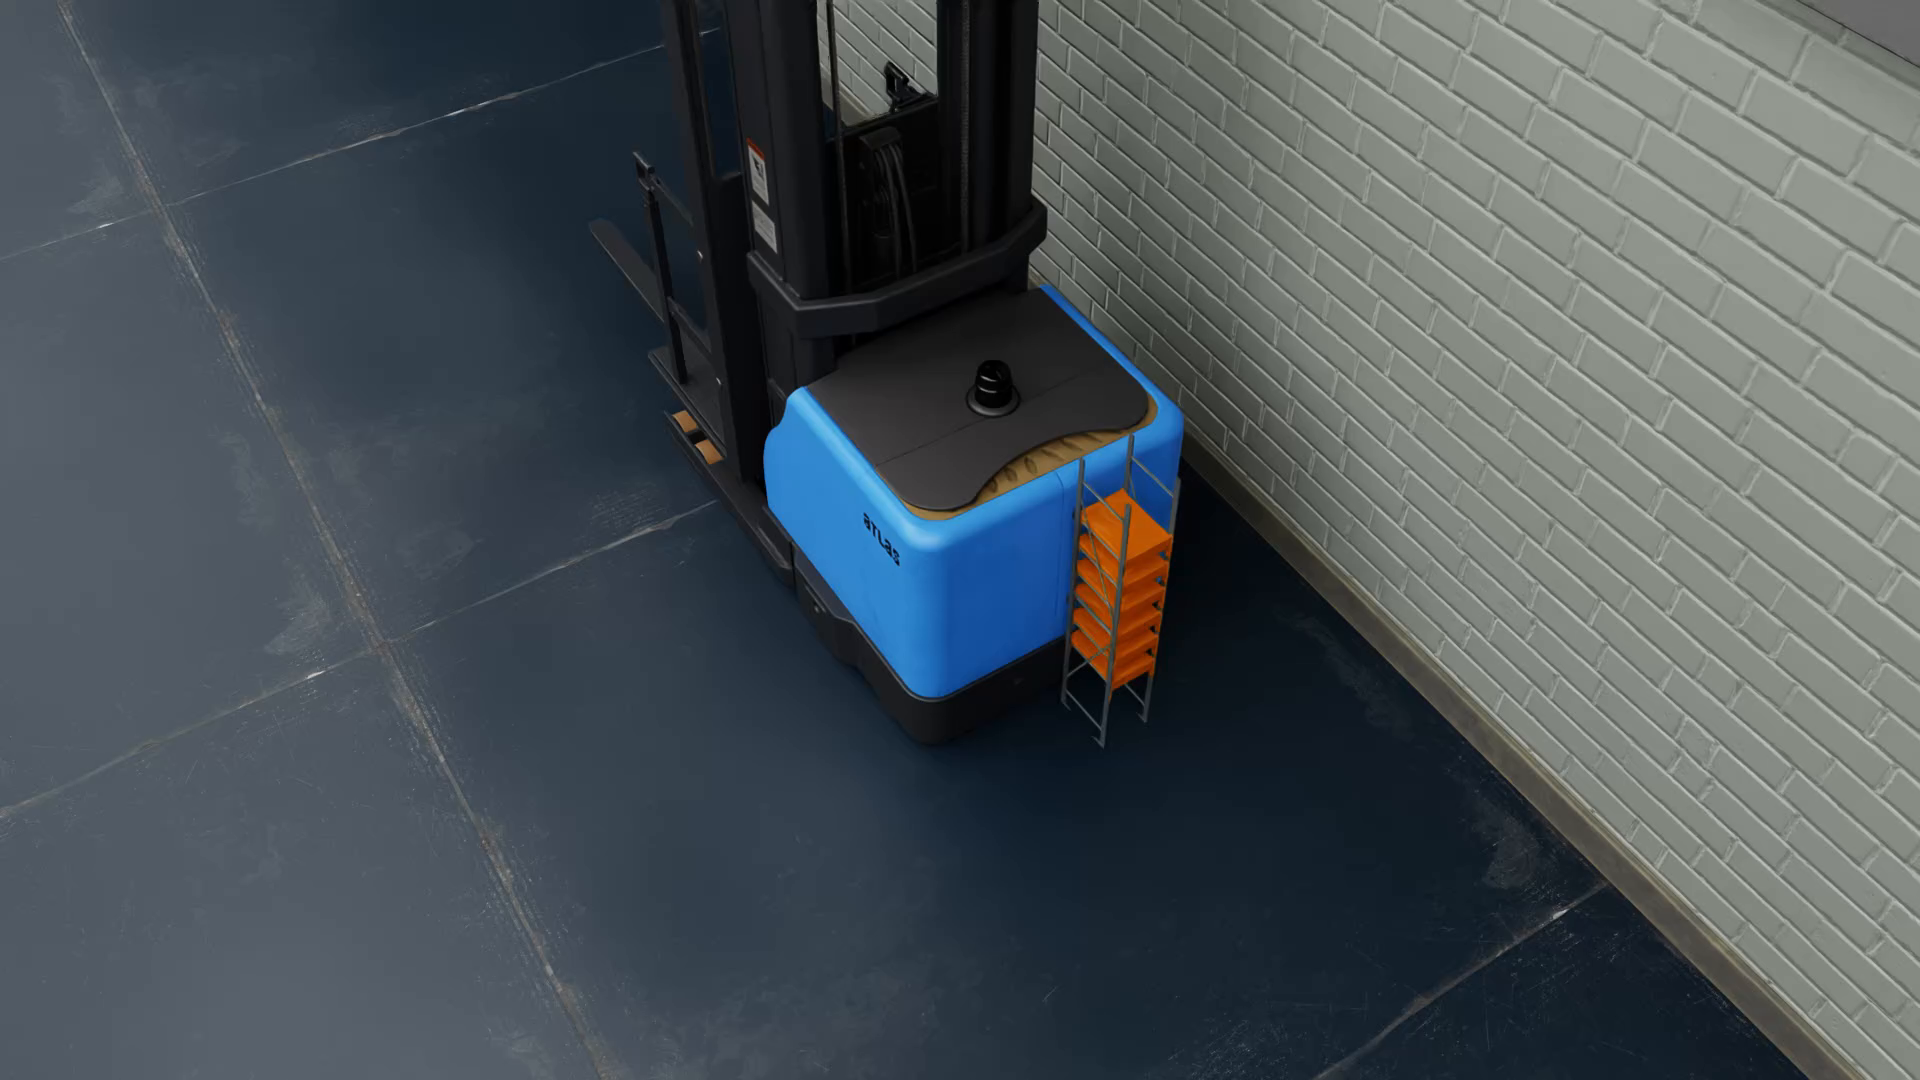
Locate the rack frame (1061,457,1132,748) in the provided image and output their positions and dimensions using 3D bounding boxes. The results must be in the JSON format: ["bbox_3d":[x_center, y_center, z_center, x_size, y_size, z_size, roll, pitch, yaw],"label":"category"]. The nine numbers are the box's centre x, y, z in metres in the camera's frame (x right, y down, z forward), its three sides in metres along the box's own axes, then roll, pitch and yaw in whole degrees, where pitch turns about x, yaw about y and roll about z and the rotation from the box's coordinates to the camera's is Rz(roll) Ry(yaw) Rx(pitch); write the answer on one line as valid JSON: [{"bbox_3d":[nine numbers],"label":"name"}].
[{"bbox_3d":[0.419,0.231,5.241,0.006,1.200,0.240,-27,54,-22],"label":"rack frame"}]

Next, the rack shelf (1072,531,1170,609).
[{"bbox_3d":[0.495,0.062,5.129,0.180,0.103,0.258,-27,54,-22],"label":"rack shelf"}]

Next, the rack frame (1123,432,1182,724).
[{"bbox_3d":[0.570,0.154,5.309,0.006,1.200,0.240,-27,54,-22],"label":"rack frame"}]

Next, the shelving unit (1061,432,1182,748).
[{"bbox_3d":[0.495,0.193,5.275,0.189,1.200,0.258,-27,54,-22],"label":"shelving unit"}]

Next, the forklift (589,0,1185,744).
[{"bbox_3d":[-0.500,-1.379,5.515,1.130,2.935,3.031,-26,53,-21],"label":"forklift"}]

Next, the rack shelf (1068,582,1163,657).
[{"bbox_3d":[0.495,0.222,5.308,0.180,0.103,0.258,-27,54,-22],"label":"rack shelf"}]

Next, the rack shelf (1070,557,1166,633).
[{"bbox_3d":[0.495,0.142,5.219,0.180,0.103,0.258,-27,54,-22],"label":"rack shelf"}]

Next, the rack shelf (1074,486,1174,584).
[{"bbox_3d":[0.495,-0.017,5.039,0.180,0.103,0.258,-27,54,-22],"label":"rack shelf"}]

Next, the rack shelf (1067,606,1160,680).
[{"bbox_3d":[0.495,0.302,5.398,0.180,0.103,0.258,-27,54,-22],"label":"rack shelf"}]

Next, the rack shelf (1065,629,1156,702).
[{"bbox_3d":[0.495,0.382,5.488,0.180,0.103,0.258,-27,54,-22],"label":"rack shelf"}]
